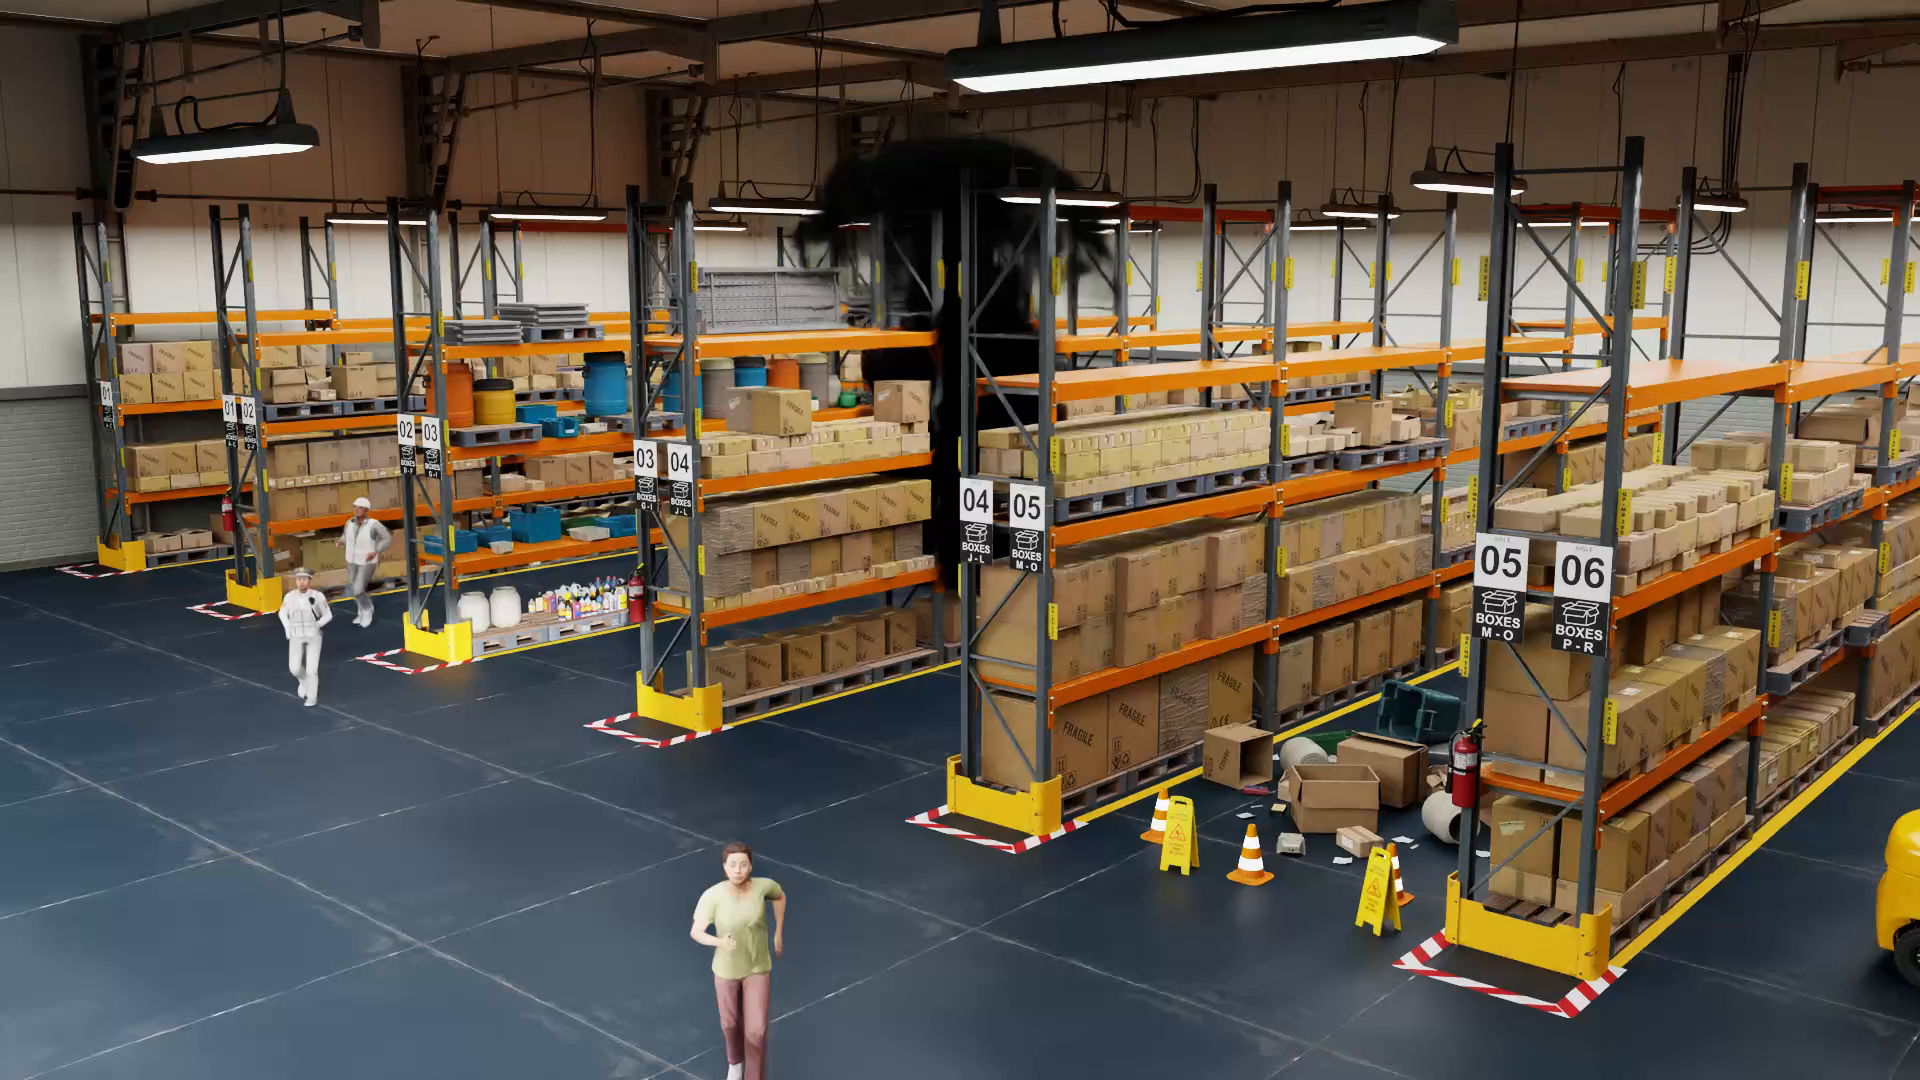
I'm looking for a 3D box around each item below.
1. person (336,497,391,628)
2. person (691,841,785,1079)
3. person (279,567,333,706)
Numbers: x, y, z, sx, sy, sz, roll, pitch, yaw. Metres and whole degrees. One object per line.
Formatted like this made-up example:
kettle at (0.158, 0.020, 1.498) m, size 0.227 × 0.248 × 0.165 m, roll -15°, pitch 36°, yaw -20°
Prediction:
person at (-8.093, 0.321, 22.483) m, size 0.670 × 1.797 × 0.638 m, roll 3°, pitch 10°, yaw 18°
person at (-1.353, 2.669, 10.209) m, size 0.564 × 1.737 × 0.780 m, roll -1°, pitch 10°, yaw -5°
person at (-7.673, 1.133, 19.488) m, size 0.611 × 1.645 × 0.561 m, roll -2°, pitch 10°, yaw -11°
